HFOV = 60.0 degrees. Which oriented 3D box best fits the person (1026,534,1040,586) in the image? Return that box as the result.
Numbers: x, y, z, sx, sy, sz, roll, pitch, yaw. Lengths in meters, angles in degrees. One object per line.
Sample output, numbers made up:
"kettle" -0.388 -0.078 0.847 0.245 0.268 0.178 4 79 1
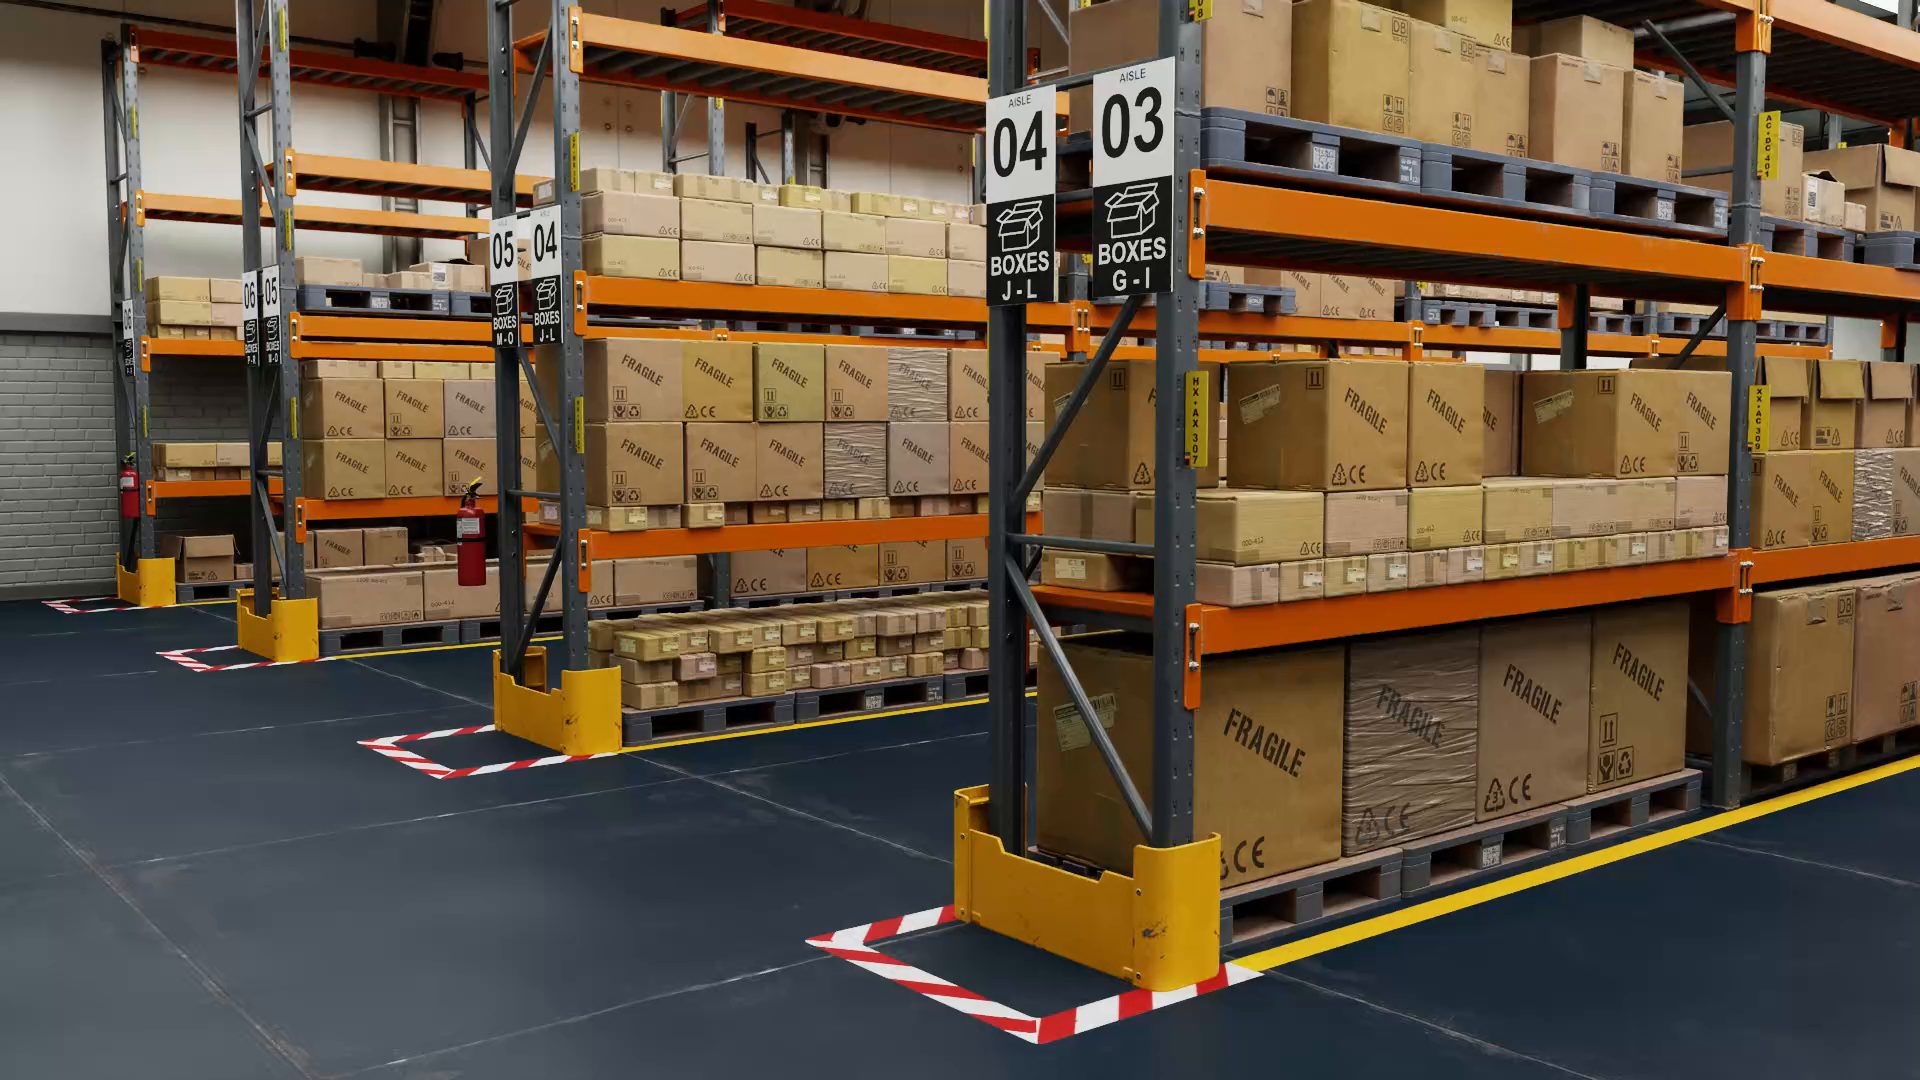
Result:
"person" 0.467 -0.020 15.107 0.631 1.776 0.443 -4 6 -41
